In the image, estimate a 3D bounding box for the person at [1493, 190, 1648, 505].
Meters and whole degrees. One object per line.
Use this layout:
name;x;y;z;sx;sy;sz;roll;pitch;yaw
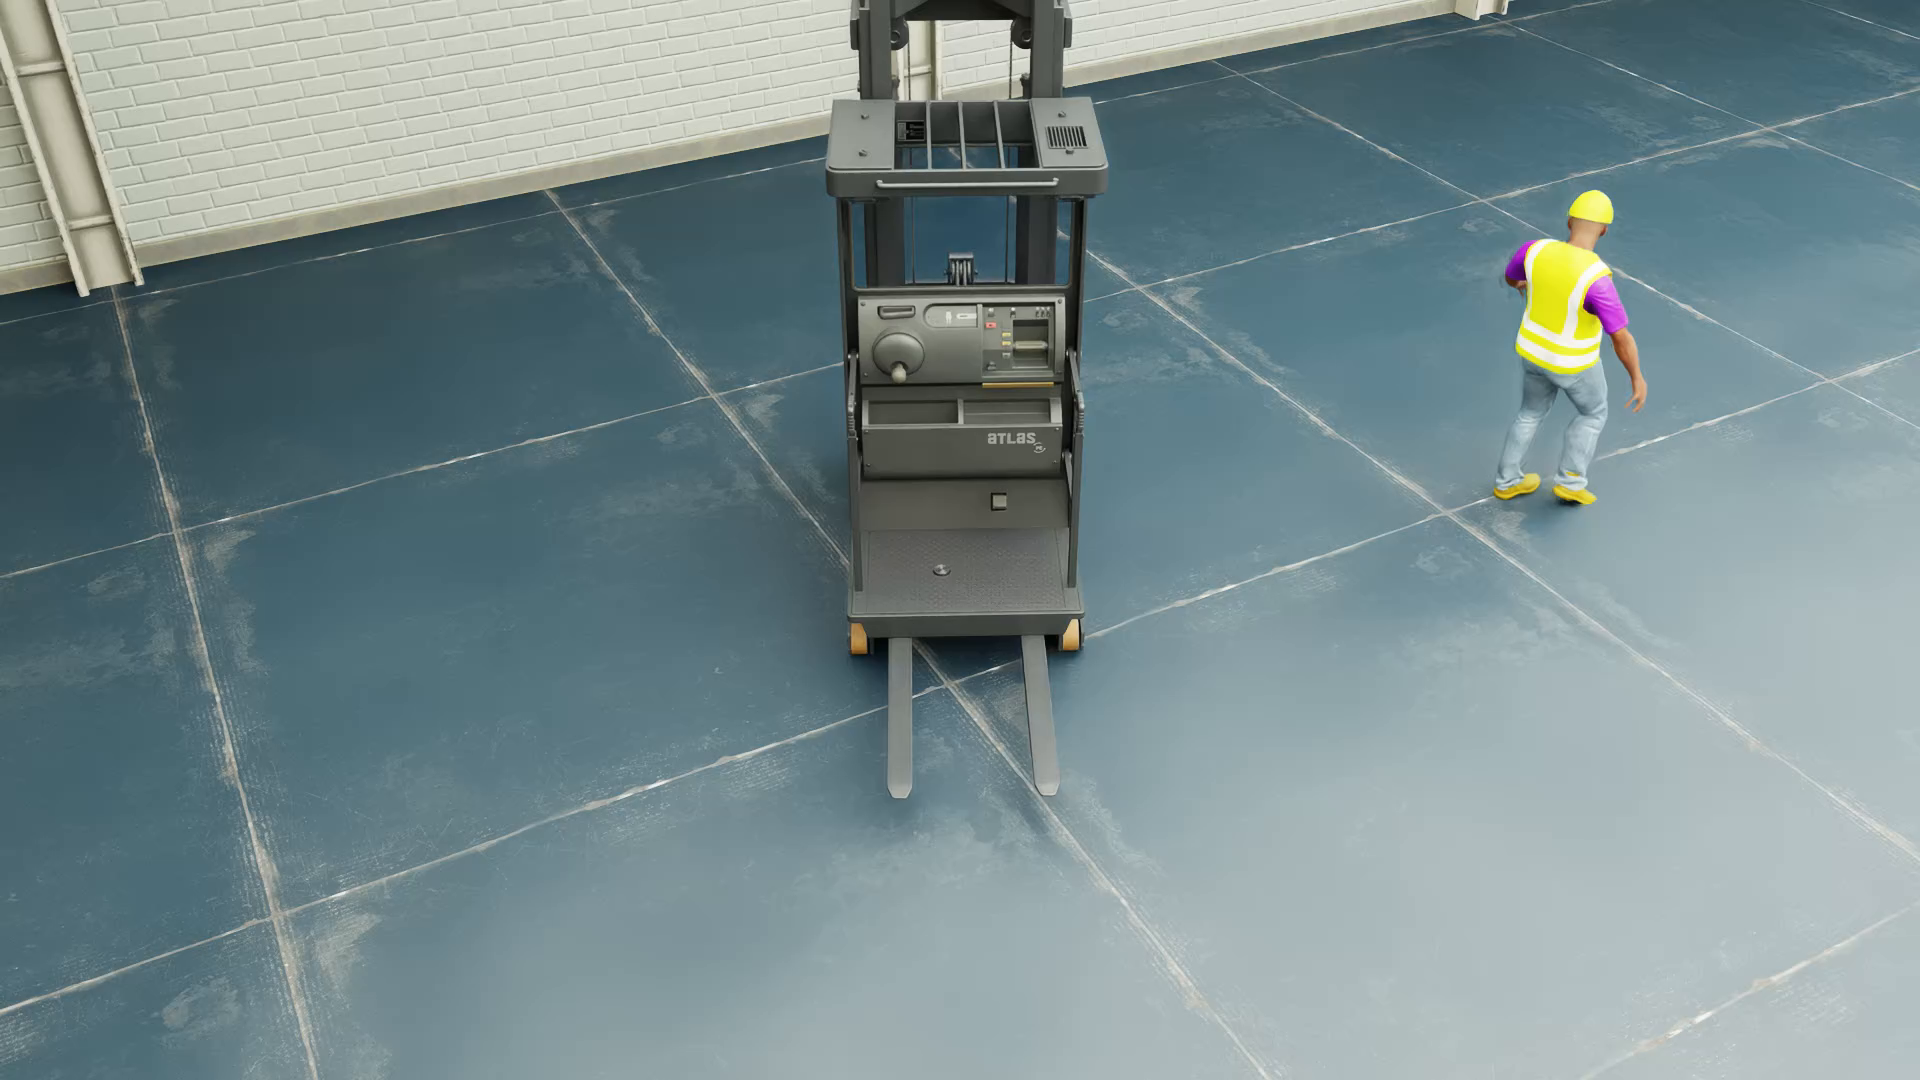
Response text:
person;3.126;-0.955;8.547;0.533;1.792;1.004;-19;39;-25

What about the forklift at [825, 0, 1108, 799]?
forklift;0.017;-0.840;7.311;1.130;2.935;3.031;-1;35;-1
